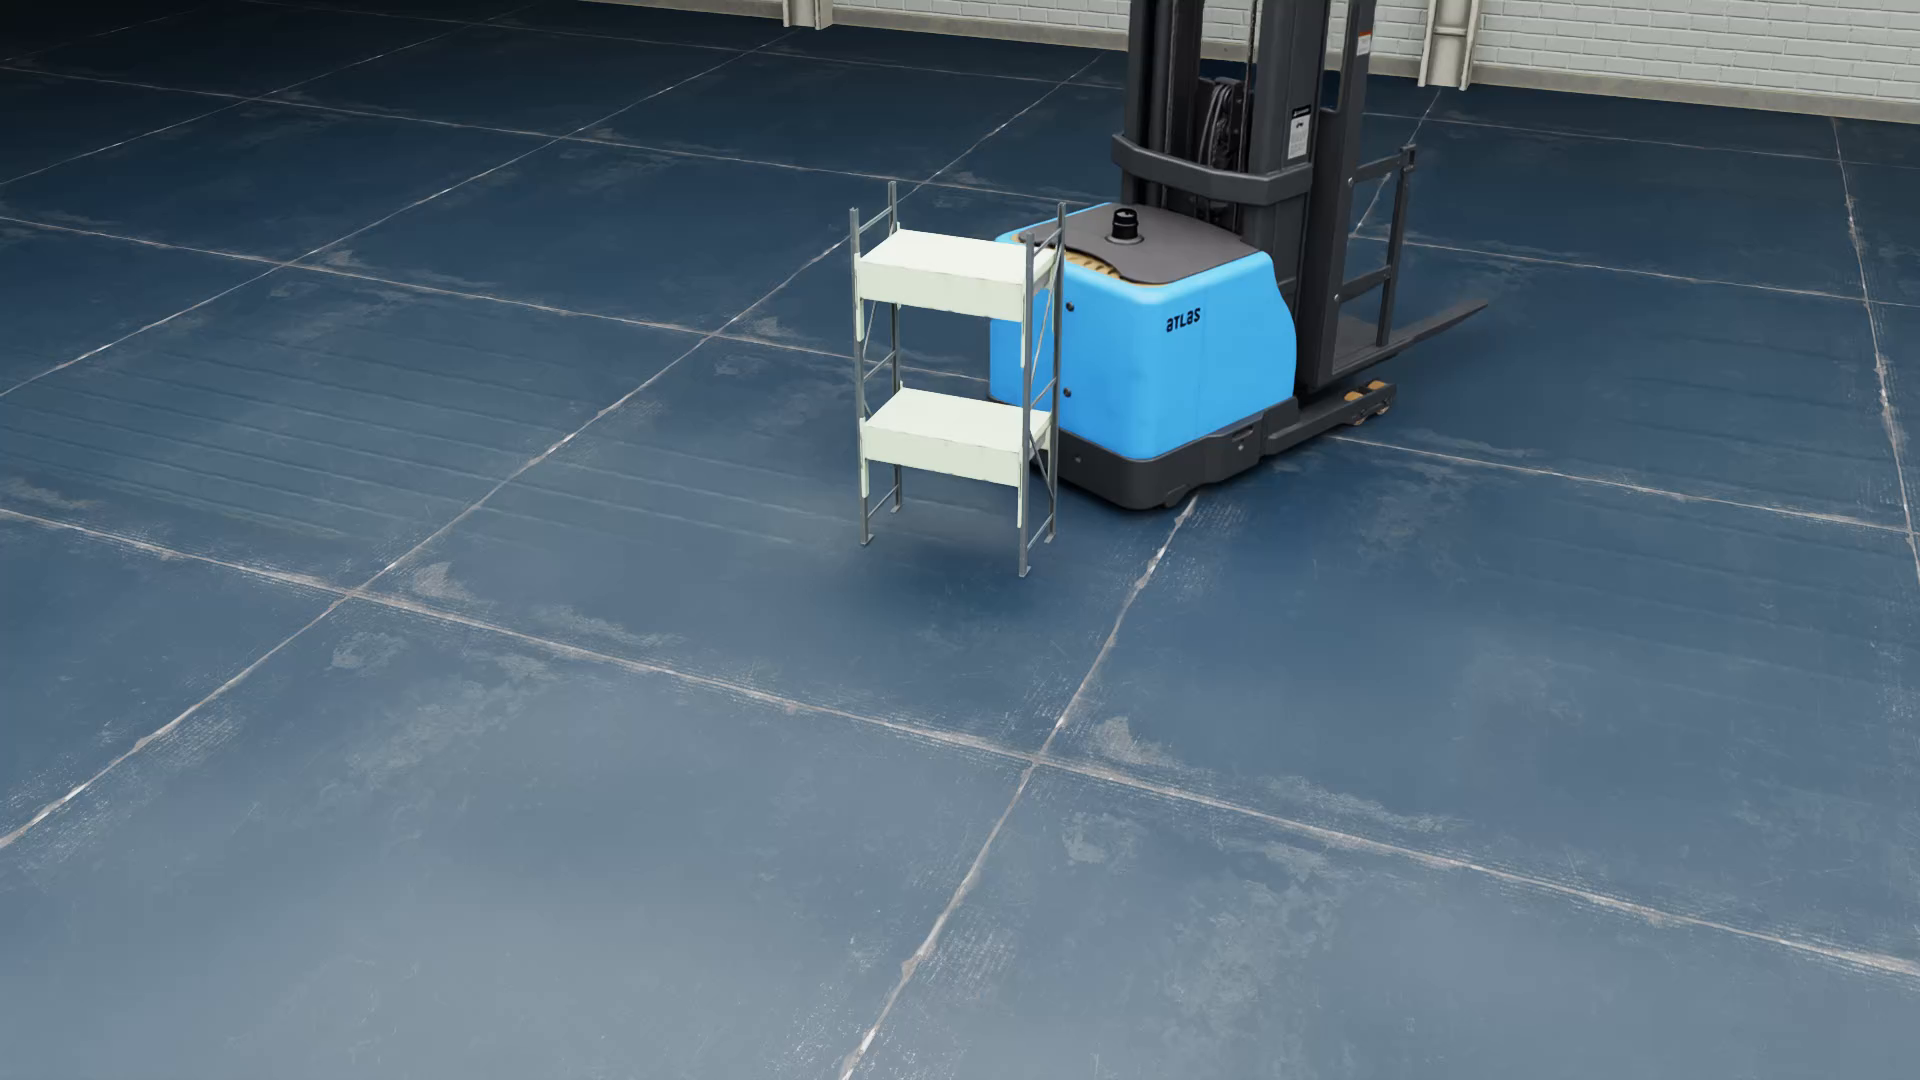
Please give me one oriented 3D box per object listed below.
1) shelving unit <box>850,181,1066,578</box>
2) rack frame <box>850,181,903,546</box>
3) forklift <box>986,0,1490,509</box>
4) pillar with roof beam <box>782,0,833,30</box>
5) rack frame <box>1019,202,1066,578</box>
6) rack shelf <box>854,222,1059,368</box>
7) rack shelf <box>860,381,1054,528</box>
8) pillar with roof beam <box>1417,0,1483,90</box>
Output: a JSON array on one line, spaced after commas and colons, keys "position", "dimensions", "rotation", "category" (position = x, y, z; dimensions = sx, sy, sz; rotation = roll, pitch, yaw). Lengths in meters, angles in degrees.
[{"position": [-0.006, -0.654, 6.883], "dimensions": [0.755, 1.500, 0.431], "rotation": [11, 31, 19], "category": "shelving unit"}, {"position": [-0.345, -0.722, 7.003], "dimensions": [0.023, 1.500, 0.400], "rotation": [11, 31, 19], "category": "rack frame"}, {"position": [1.558, -2.015, 7.837], "dimensions": [3.031, 2.935, 1.130], "rotation": [-24, 37, -36], "category": "forklift"}, {"position": [-3.078, -6.928, 10.363], "dimensions": [0.400, 9.000, 9.100], "rotation": [11, 31, 19], "category": "pillar with roof beam"}, {"position": [0.333, -0.586, 6.763], "dimensions": [0.023, 1.500, 0.400], "rotation": [11, 31, 19], "category": "rack frame"}, {"position": [-0.006, -0.994, 6.691], "dimensions": [0.720, 0.370, 0.431], "rotation": [11, 31, 19], "category": "rack shelf"}, {"position": [-0.006, -0.370, 7.044], "dimensions": [0.720, 0.370, 0.431], "rotation": [11, 31, 19], "category": "rack shelf"}, {"position": [2.482, -5.818, 8.399], "dimensions": [0.400, 9.000, 9.100], "rotation": [11, 31, 19], "category": "pillar with roof beam"}]
